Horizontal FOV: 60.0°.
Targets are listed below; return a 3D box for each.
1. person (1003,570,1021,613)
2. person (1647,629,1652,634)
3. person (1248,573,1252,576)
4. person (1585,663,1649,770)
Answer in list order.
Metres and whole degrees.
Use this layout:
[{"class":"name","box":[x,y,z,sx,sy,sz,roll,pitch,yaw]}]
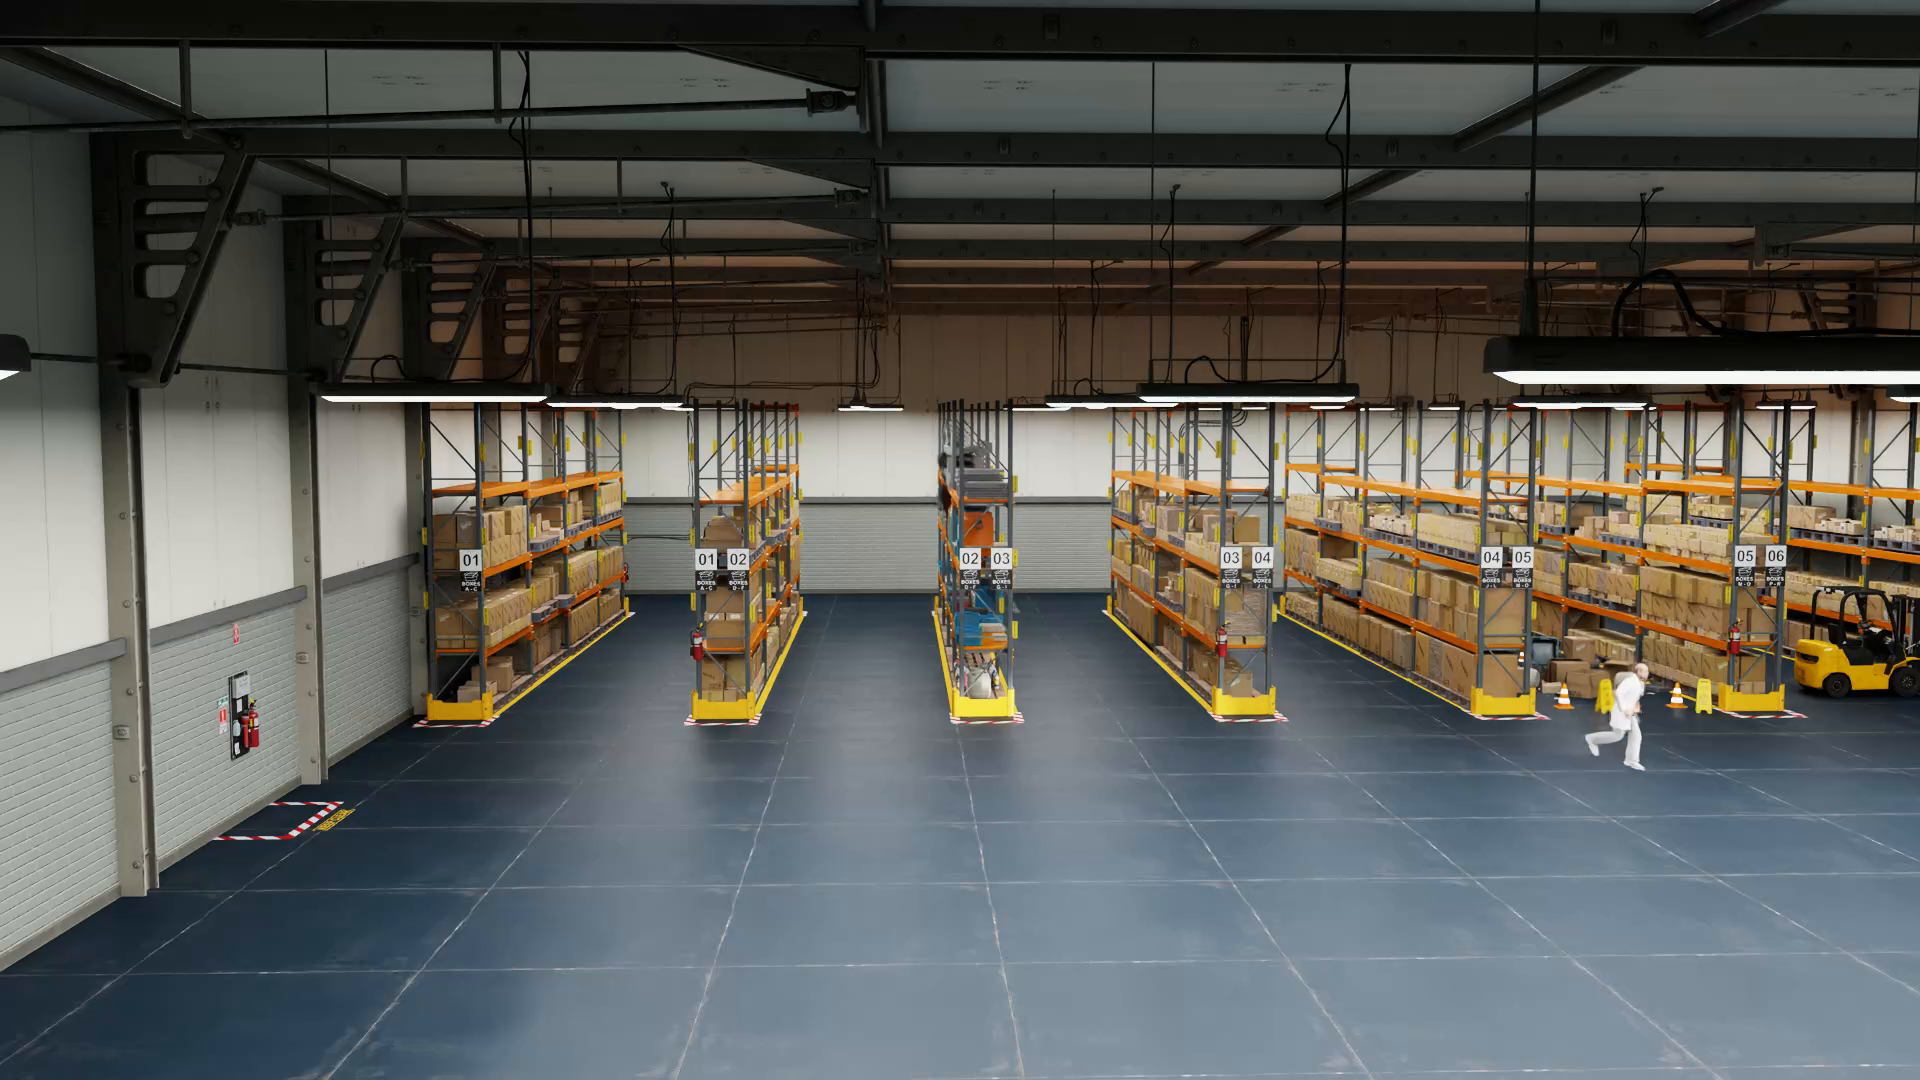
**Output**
[{"class":"person","box":[1.336,1.238,47.867,0.907,1.701,0.637,4,6,44]},{"class":"person","box":[16.721,1.848,39.787,0.680,1.769,1.013,0,4,-5]},{"class":"person","box":[8.543,1.239,48.227,0.550,1.650,0.699,-3,5,-37]},{"class":"person","box":[10.704,2.850,27.066,0.997,1.714,0.724,3,5,37]}]
